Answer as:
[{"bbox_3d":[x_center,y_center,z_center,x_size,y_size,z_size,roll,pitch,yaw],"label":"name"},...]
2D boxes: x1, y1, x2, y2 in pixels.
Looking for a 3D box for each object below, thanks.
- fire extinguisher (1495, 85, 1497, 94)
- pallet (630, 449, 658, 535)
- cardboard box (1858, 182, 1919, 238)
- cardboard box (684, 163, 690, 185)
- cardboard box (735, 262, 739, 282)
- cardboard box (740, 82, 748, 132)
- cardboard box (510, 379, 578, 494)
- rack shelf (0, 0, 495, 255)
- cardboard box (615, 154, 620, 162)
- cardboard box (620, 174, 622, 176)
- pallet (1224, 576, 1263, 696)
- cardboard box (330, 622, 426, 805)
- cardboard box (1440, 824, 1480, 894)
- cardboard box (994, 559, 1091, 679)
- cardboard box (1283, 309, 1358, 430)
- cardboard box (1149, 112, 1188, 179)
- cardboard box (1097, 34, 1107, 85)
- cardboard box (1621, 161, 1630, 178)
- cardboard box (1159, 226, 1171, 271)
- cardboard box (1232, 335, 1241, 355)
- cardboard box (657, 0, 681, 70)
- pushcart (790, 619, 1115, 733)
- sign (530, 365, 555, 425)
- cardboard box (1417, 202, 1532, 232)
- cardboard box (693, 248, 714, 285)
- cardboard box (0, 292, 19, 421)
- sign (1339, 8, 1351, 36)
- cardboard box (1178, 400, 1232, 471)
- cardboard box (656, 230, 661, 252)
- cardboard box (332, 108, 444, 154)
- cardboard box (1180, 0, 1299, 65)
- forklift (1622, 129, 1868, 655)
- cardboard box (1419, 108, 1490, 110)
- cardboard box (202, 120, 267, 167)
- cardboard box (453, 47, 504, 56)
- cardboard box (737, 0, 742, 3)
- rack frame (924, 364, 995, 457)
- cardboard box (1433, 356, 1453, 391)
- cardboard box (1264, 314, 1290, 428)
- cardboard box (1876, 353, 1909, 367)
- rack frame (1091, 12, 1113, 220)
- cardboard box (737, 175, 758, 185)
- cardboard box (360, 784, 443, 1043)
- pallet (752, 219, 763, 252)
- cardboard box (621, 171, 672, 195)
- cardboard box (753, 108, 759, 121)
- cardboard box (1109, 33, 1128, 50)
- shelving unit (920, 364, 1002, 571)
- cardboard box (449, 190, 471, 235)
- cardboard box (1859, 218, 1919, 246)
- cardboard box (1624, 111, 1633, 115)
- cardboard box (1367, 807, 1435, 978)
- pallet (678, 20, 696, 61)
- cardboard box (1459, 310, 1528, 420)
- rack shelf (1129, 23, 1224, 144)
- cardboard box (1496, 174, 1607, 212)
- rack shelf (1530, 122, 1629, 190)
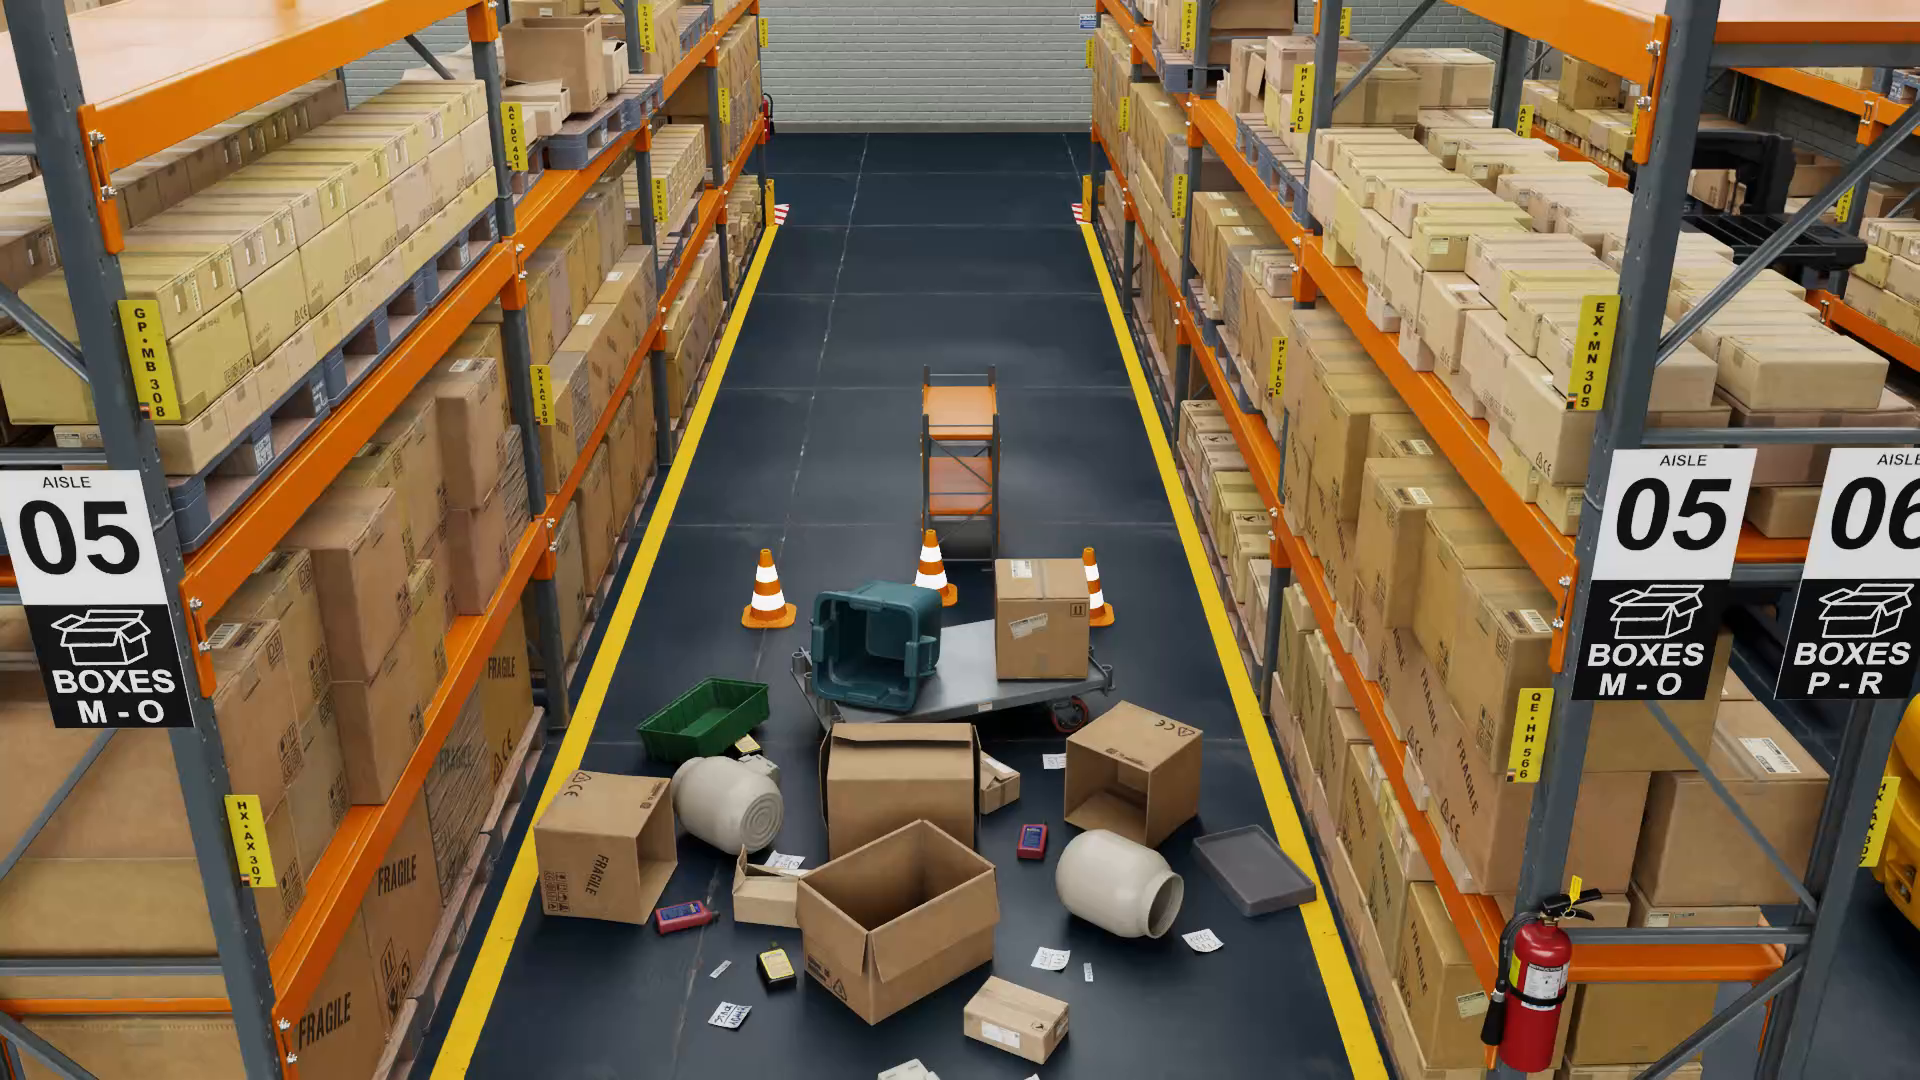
[{"bbox_3d":[6.599,-5.202,20.158,0.296,0.674,0.183,0,24,-1],"label":"fire extinguisher"},{"bbox_3d":[-2.829,-0.369,12.309,1.003,0.211,1.213,0,24,-1],"label":"pallet"},{"bbox_3d":[7.300,-2.502,13.011,0.500,0.500,0.500,1,24,2],"label":"cardboard box"},{"bbox_3d":[-2.591,-3.231,14.689,0.380,0.149,0.250,-1,24,-3],"label":"cardboard box"},{"bbox_3d":[-2.491,-2.766,17.176,0.380,0.149,0.250,0,24,1],"label":"cardboard box"},{"bbox_3d":[-2.577,-4.631,17.868,0.500,0.500,0.500,1,24,2],"label":"cardboard box"},{"bbox_3d":[-2.455,-0.580,9.270,0.500,0.500,0.500,0,24,0],"label":"cardboard box"},{"bbox_3d":[-2.697,-1.715,5.981,1.077,0.370,4.000,0,24,-1],"label":"rack shelf"},{"bbox_3d":[-3.252,-3.473,14.862,0.380,0.149,0.250,-1,24,-1],"label":"cardboard box"},{"bbox_3d":[-3.252,-3.204,14.990,0.380,0.149,0.250,0,24,0],"label":"cardboard box"},{"bbox_3d":[2.220,0.570,10.234,1.003,0.211,1.213,0,24,-1],"label":"pallet"},{"bbox_3d":[-2.633,0.653,6.484,0.875,0.550,0.550,0,24,-1],"label":"cardboard box"},{"bbox_3d":[1.942,1.126,5.926,0.380,0.149,0.250,-1,24,-1],"label":"cardboard box"},{"bbox_3d":[0.450,0.434,9.264,0.500,0.500,0.500,0,24,-1],"label":"cardboard box"},{"bbox_3d":[2.018,-0.834,8.259,0.700,0.500,0.500,-1,24,-1],"label":"cardboard box"},{"bbox_3d":[1.908,-3.366,14.217,0.500,0.500,0.500,-1,24,-1],"label":"cardboard box"},{"bbox_3d":[1.832,-5.414,18.746,0.500,0.500,0.500,-1,24,-2],"label":"cardboard box"},{"bbox_3d":[6.850,-3.716,16.631,0.380,0.149,0.250,0,24,0],"label":"cardboard box"},{"bbox_3d":[1.900,-2.378,13.549,0.500,0.250,0.500,0,24,0],"label":"cardboard box"},{"bbox_3d":[1.973,-1.304,10.789,0.380,0.149,0.250,1,24,1],"label":"cardboard box"},{"bbox_3d":[-2.526,-4.025,13.248,0.500,0.500,0.500,0,24,-1],"label":"cardboard box"},{"bbox_3d":[-0.049,0.846,9.422,1.648,0.377,0.936,-9,26,-19],"label":"pushcart"},{"bbox_3d":[-2.164,-0.750,8.621,0.100,0.325,0.005,0,24,-1],"label":"sign"},{"bbox_3d":[2.007,-1.224,6.514,0.380,0.149,0.250,0,24,0],"label":"cardboard box"},{"bbox_3d":[-2.553,-2.489,15.227,0.500,0.250,0.500,1,24,2],"label":"cardboard box"},{"bbox_3d":[-2.960,-0.539,4.852,0.500,0.250,0.500,0,24,0],"label":"cardboard box"},{"bbox_3d":[2.729,-3.632,11.873,0.100,0.325,0.005,0,24,-1],"label":"sign"},{"bbox_3d":[2.183,-0.789,12.535,0.950,0.372,0.625,-2,24,-4],"label":"cardboard box"},{"bbox_3d":[-2.568,-2.337,13.073,0.380,0.149,0.250,1,24,2],"label":"cardboard box"},{"bbox_3d":[-2.389,-1.709,6.954,0.380,0.149,0.250,0,24,0],"label":"cardboard box"},{"bbox_3d":[2.031,-3.788,12.211,0.797,0.503,0.637,-2,24,-4],"label":"cardboard box"},{"bbox_3d":[4.599,-0.916,10.219,1.130,2.935,3.031,0,24,0],"label":"forklift"},{"bbox_3d":[2.618,-2.321,9.275,0.500,0.250,0.500,-1,24,-1],"label":"cardboard box"},{"bbox_3d":[-3.041,-1.597,6.707,0.380,0.149,0.250,0,24,0],"label":"cardboard box"},{"bbox_3d":[-2.969,-2.994,10.641,0.500,0.250,0.500,0,24,1],"label":"cardboard box"},{"bbox_3d":[-2.550,-5.739,17.342,0.500,0.250,0.500,1,24,2],"label":"cardboard box"},{"bbox_3d":[-0.006,-0.725,11.988,0.500,1.125,0.032,0,24,-1],"label":"rack frame"},{"bbox_3d":[2.004,-0.658,6.229,0.380,0.149,0.250,-1,24,-2],"label":"cardboard box"},{"bbox_3d":[1.995,-0.942,9.200,0.500,0.500,0.500,-1,24,-2],"label":"cardboard box"},{"bbox_3d":[7.425,-1.279,13.463,0.500,0.500,0.500,1,24,1],"label":"cardboard box"},{"bbox_3d":[2.099,-5.325,19.883,1.000,3.000,0.127,0,24,-1],"label":"rack frame"},{"bbox_3d":[-2.590,-4.207,19.641,0.380,0.149,0.250,0,24,0],"label":"cardboard box"},{"bbox_3d":[-2.760,1.467,6.935,0.875,0.875,0.875,-1,24,-1],"label":"cardboard box"},{"bbox_3d":[-2.875,-3.624,19.507,1.003,0.211,1.213,0,24,-1],"label":"pallet"},{"bbox_3d":[-2.585,-2.936,13.675,0.380,0.149,0.250,1,24,2],"label":"cardboard box"},{"bbox_3d":[-2.563,-5.013,19.500,0.380,0.149,0.250,0,24,0],"label":"cardboard box"},{"bbox_3d":[1.801,-5.335,17.783,0.380,0.149,0.250,-1,24,-2],"label":"cardboard box"},{"bbox_3d":[0.000,-0.515,11.524,0.538,1.125,1.048,0,24,-1],"label":"shelving unit"},{"bbox_3d":[-2.388,-1.446,7.342,0.380,0.149,0.250,0,24,0],"label":"cardboard box"},{"bbox_3d":[6.859,-2.261,12.200,0.380,0.149,0.250,0,24,1],"label":"cardboard box"},{"bbox_3d":[7.355,-4.392,17.642,0.500,0.250,0.500,0,24,1],"label":"cardboard box"},{"bbox_3d":[1.995,1.444,6.834,0.500,0.500,0.500,1,24,1],"label":"cardboard box"},{"bbox_3d":[-2.891,-4.212,14.010,1.213,0.211,1.003,0,24,-1],"label":"pallet"},{"bbox_3d":[2.008,-0.583,5.579,0.500,0.250,0.500,-1,24,-1],"label":"cardboard box"},{"bbox_3d":[2.165,-3.891,13.947,1.077,0.370,4.000,0,24,-1],"label":"rack shelf"},{"bbox_3d":[2.479,-1.437,6.984,0.380,0.149,0.250,-1,24,-2],"label":"cardboard box"},{"bbox_3d":[7.084,-4.197,18.262,1.077,0.370,4.000,0,24,-1],"label":"rack shelf"}]
